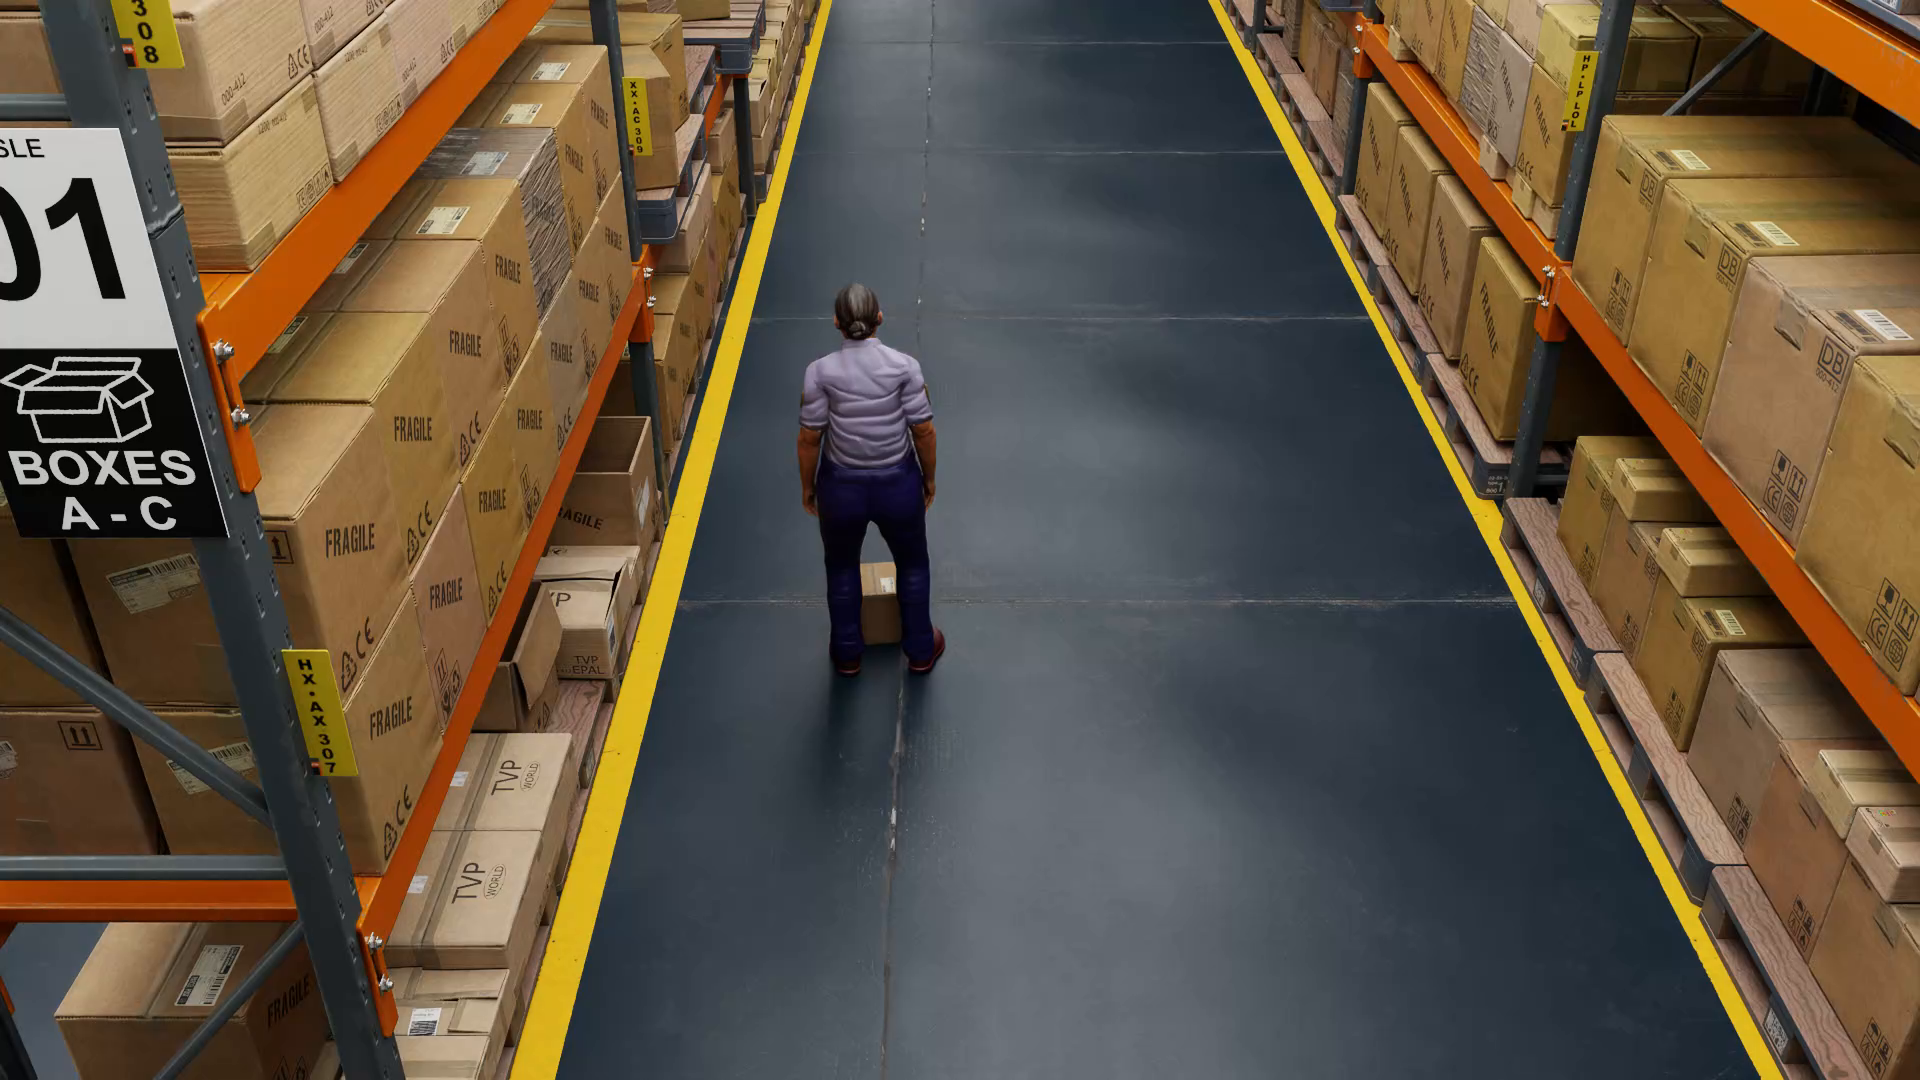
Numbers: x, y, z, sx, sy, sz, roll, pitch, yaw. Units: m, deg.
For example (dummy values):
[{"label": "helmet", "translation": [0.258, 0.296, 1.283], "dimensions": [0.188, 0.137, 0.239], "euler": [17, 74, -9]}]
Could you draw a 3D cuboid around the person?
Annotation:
[{"label": "person", "translation": [-0.338, -0.194, 6.469], "dimensions": [0.565, 1.637, 0.371], "euler": [-2, 32, -3]}]
